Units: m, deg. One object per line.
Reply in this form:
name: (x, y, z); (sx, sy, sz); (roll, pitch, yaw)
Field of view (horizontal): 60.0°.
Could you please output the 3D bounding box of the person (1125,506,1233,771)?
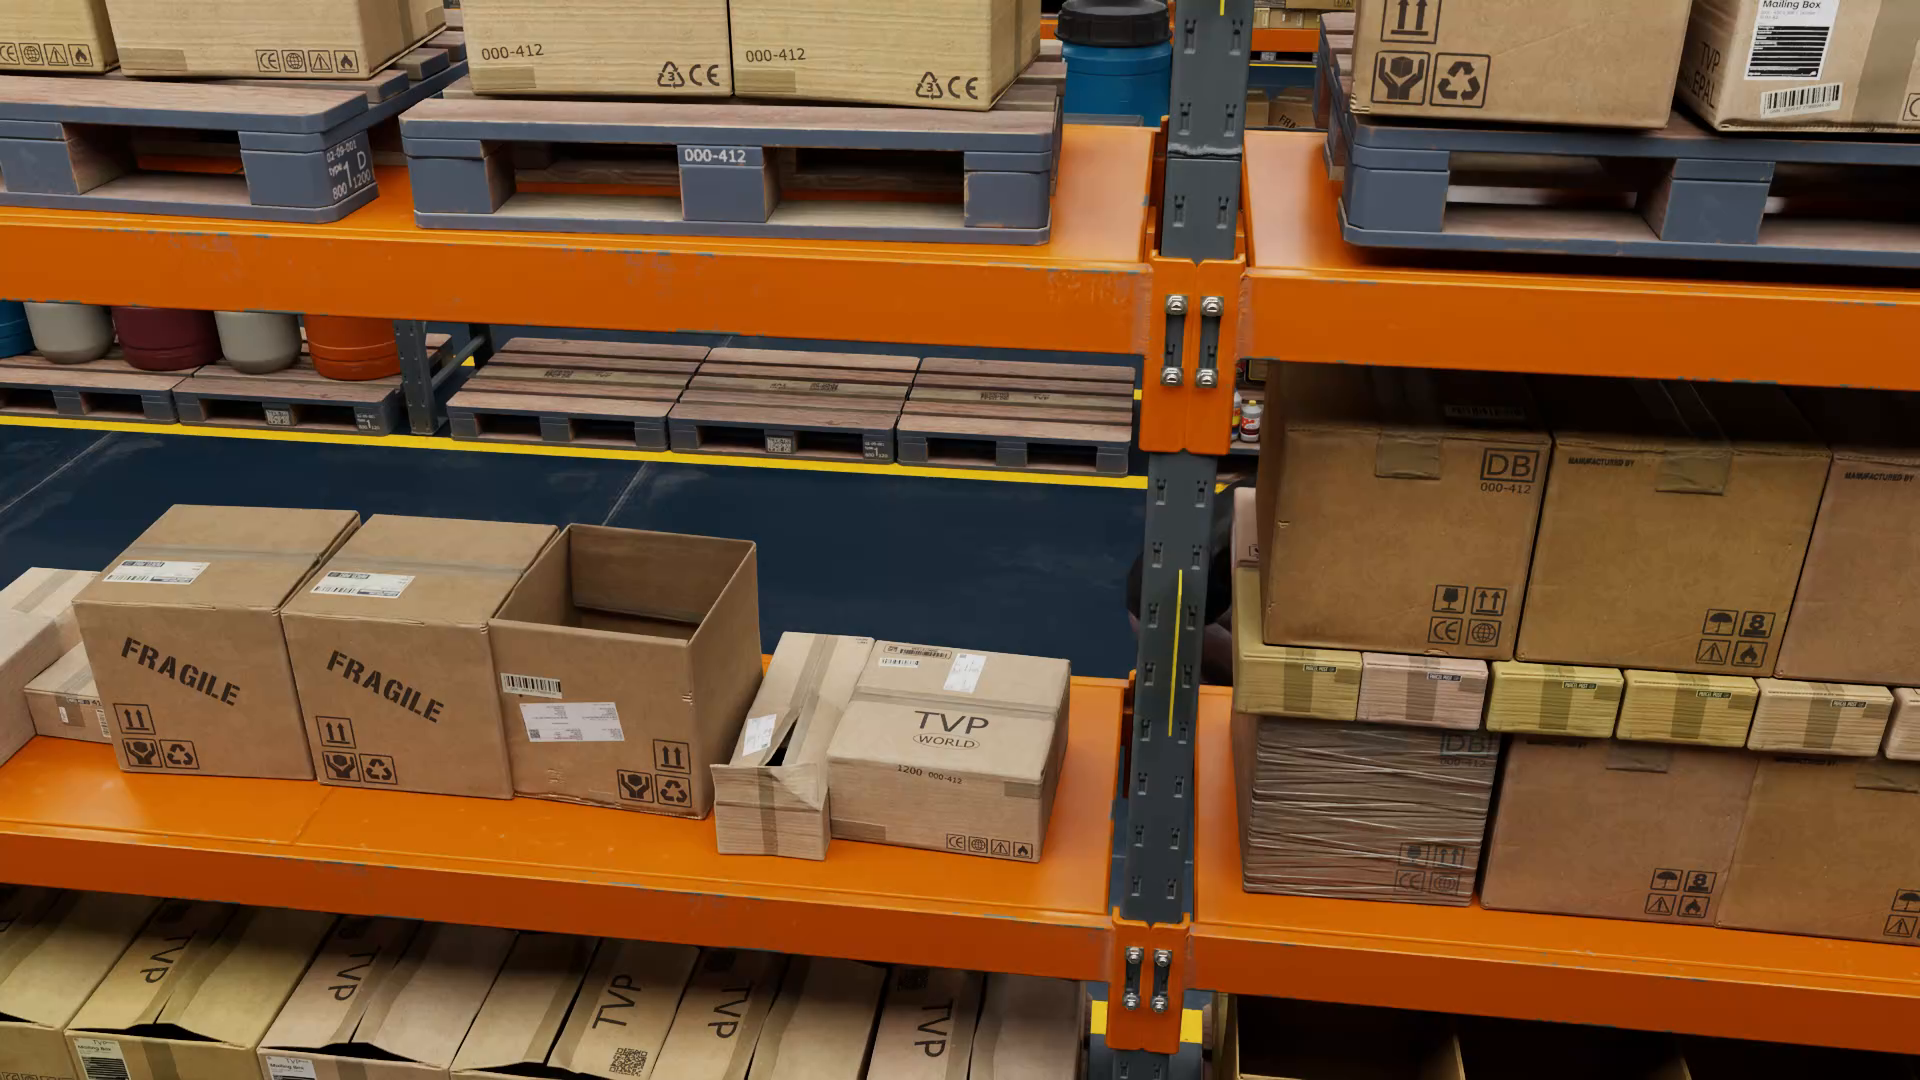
person: (1.030, 0.311, 6.227); (0.824, 1.104, 0.560); (3, 28, 6)
